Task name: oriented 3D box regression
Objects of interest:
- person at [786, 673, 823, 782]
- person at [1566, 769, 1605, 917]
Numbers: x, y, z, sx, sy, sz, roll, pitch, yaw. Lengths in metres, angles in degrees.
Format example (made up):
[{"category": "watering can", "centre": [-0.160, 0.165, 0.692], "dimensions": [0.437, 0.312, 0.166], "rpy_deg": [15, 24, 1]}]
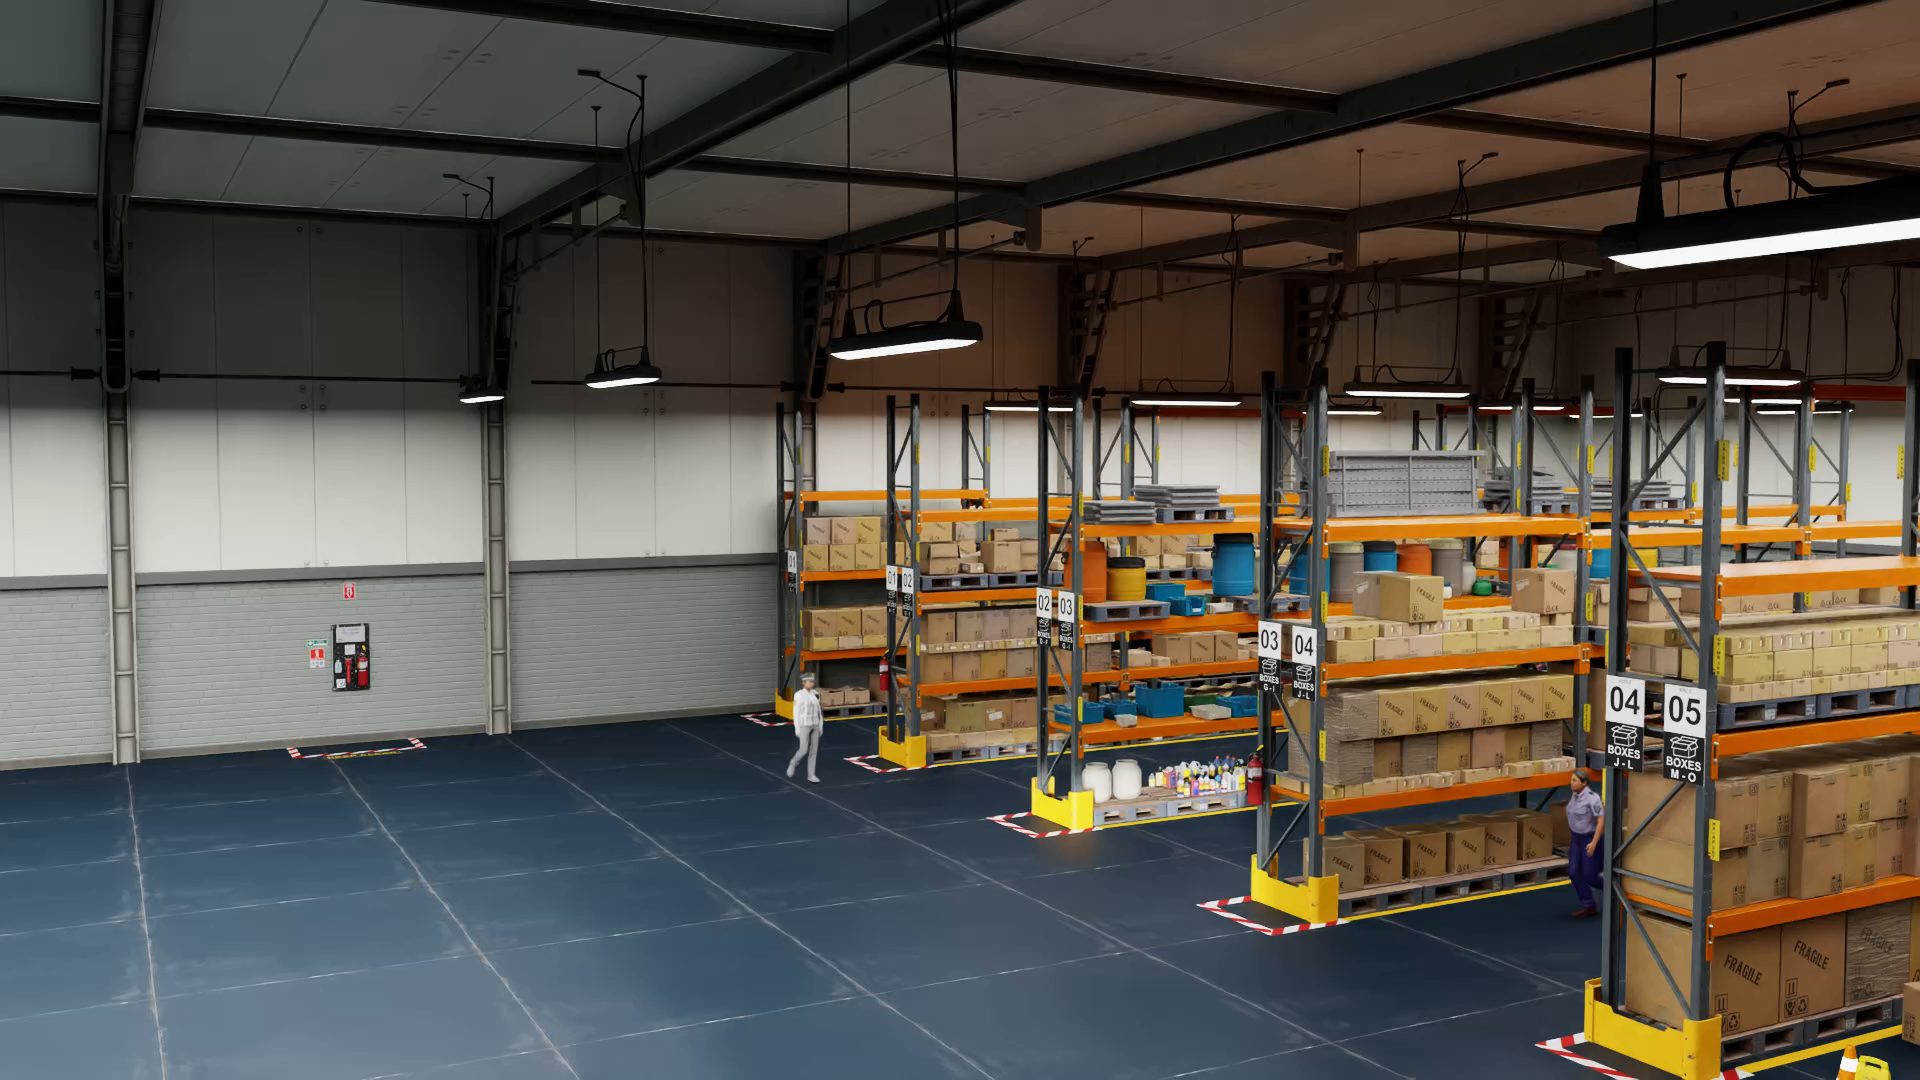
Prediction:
[{"category": "person", "centre": [-2.362, 2.862, 25.570], "dimensions": [0.500, 1.677, 0.539], "rpy_deg": [-3, 4, -41]}, {"category": "person", "centre": [6.999, 3.327, 18.314], "dimensions": [0.596, 1.618, 0.537], "rpy_deg": [-1, 3, -13]}]
